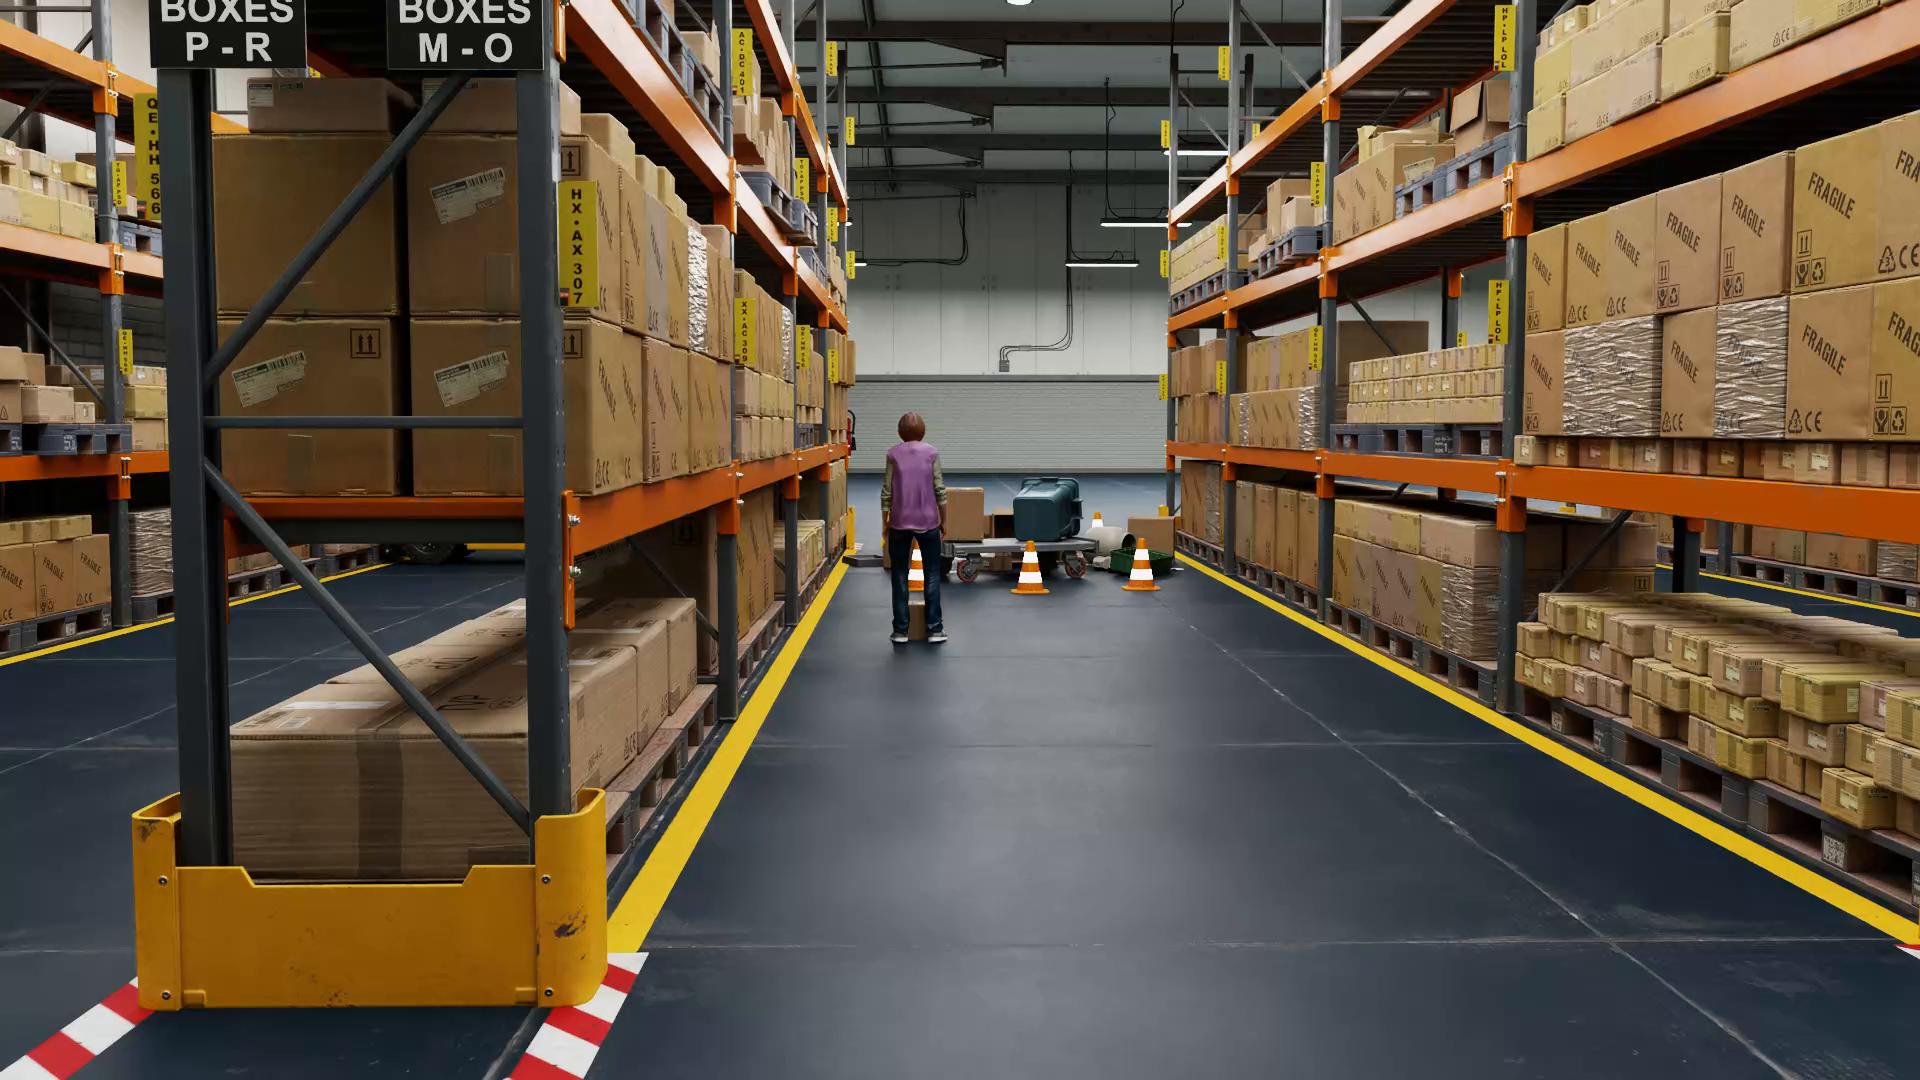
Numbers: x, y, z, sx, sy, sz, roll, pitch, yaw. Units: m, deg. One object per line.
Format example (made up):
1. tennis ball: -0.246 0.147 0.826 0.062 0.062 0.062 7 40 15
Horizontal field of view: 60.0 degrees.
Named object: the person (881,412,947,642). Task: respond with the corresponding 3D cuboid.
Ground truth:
1. person: -0.318 -0.085 11.478 0.459 1.591 0.346 0 4 -1
